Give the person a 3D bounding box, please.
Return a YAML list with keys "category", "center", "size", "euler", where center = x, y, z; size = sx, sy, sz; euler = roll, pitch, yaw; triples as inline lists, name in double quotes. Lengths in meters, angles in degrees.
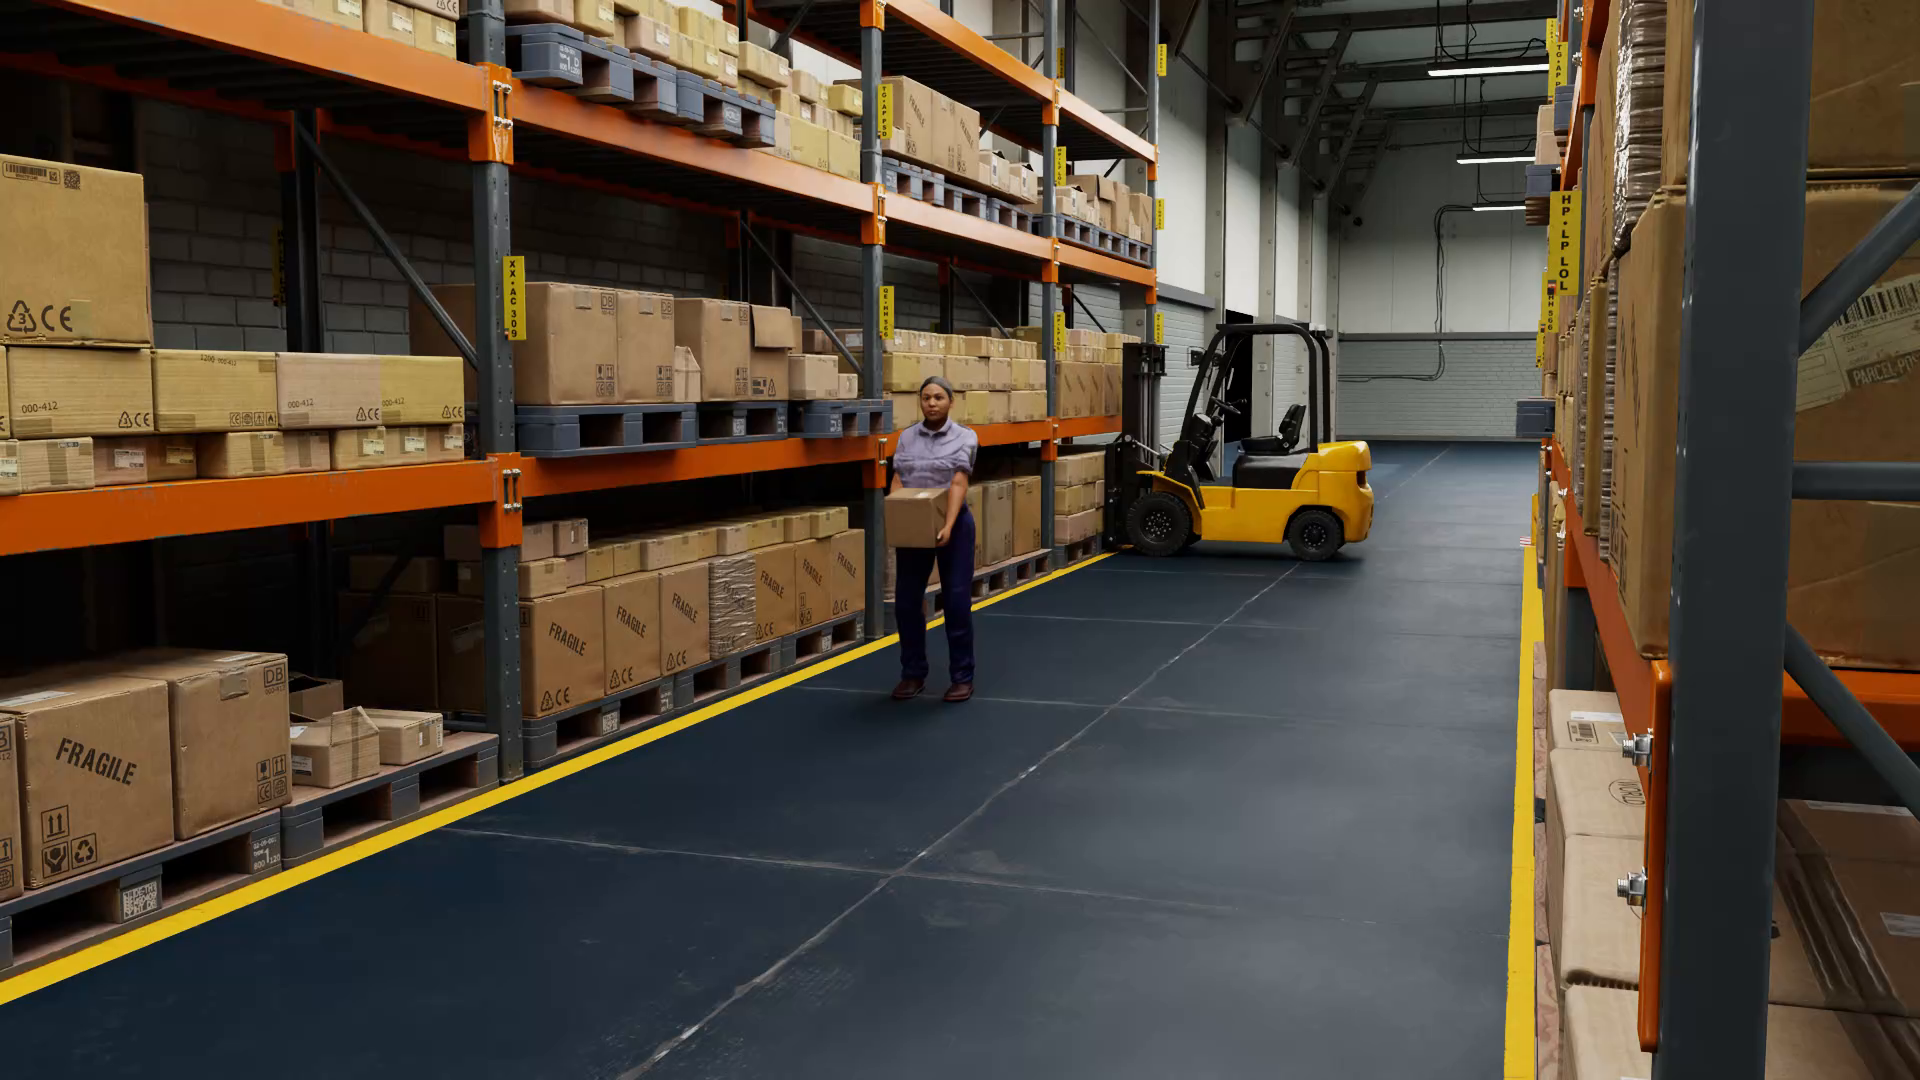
- category: "person"
  center: [-0.117, -0.013, 8.514]
  size: [0.561, 1.636, 0.369]
  euler: [1, 6, 15]
